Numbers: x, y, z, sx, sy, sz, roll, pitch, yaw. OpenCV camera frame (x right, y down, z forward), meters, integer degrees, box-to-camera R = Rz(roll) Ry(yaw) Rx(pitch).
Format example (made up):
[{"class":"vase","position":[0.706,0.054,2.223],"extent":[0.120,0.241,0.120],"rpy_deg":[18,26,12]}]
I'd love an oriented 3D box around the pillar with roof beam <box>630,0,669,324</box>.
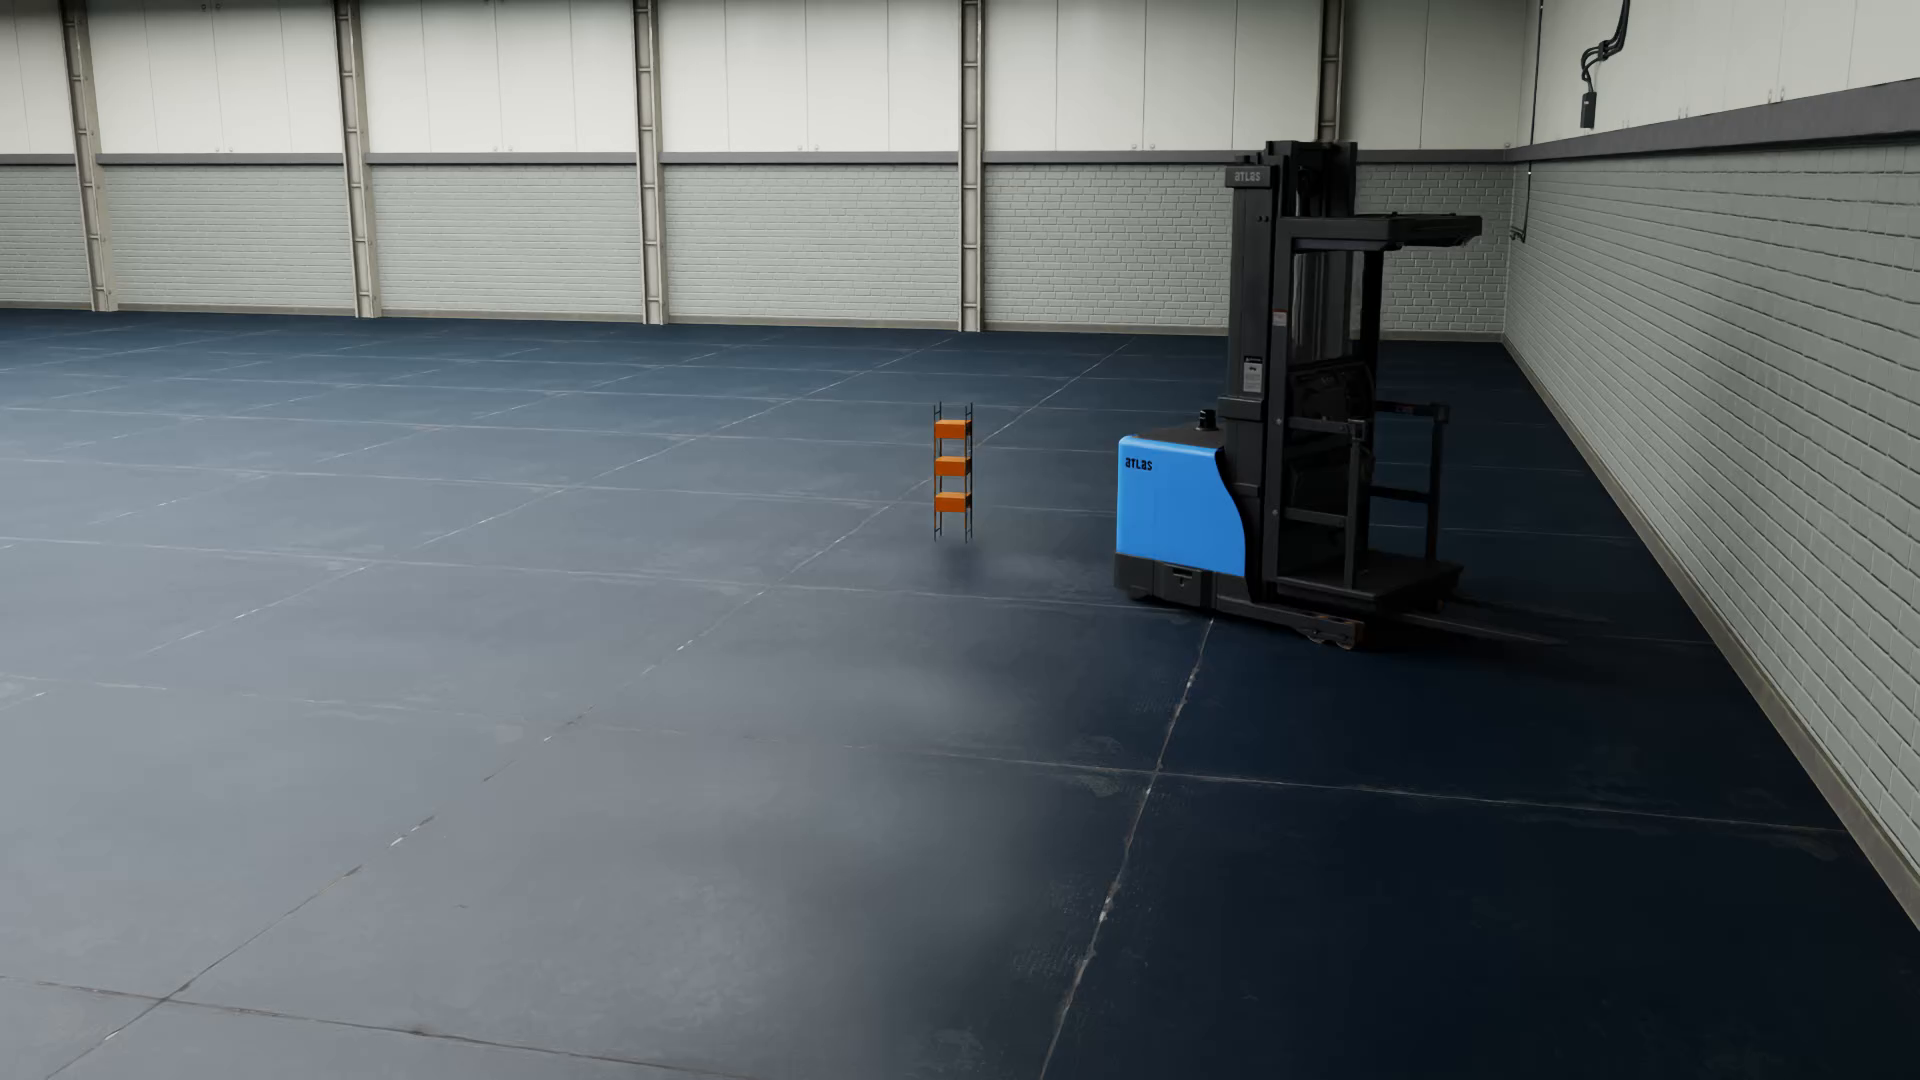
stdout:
[{"class":"pillar with roof beam","position":[-6.658,-7.501,25.767],"extent":[0.400,9.000,9.100],"rpy_deg":[3,13,14]}]

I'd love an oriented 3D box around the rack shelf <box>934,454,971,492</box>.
[{"class":"rack shelf","position":[-0.052,-0.505,12.635],"extent":[0.240,0.259,0.215],"rpy_deg":[3,13,14]}]

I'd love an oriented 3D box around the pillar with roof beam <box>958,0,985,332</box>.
[{"class":"pillar with roof beam","position":[-0.833,-7.190,24.363],"extent":[0.400,9.000,9.100],"rpy_deg":[3,13,14]}]

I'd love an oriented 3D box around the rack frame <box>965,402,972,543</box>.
[{"class":"rack frame","position":[0.067,-0.509,12.604],"extent":[0.008,1.050,0.200],"rpy_deg":[3,13,14]}]

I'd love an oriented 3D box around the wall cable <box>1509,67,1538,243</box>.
[{"class":"wall cable","position":[8.567,-5.837,25.434],"extent":[0.112,2.526,3.097],"rpy_deg":[3,13,14]}]

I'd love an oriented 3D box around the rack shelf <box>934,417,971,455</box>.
[{"class":"rack shelf","position":[-0.052,-0.782,12.573],"extent":[0.240,0.259,0.215],"rpy_deg":[3,13,14]}]

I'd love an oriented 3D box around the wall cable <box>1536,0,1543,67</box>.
[{"class":"wall cable","position":[7.919,-7.733,22.323],"extent":[0.112,2.526,3.097],"rpy_deg":[3,13,14]}]

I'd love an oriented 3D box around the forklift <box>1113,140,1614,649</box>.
[{"class":"forklift","position":[2.436,-0.913,10.082],"extent":[3.031,2.935,1.130],"rpy_deg":[11,17,42]}]

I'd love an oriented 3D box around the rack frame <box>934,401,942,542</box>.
[{"class":"rack frame","position":[-0.170,-0.522,12.661],"extent":[0.008,1.050,0.200],"rpy_deg":[3,13,14]}]

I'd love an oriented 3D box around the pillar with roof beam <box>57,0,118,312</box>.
[{"class":"pillar with roof beam","position":[-18.308,-8.124,28.574],"extent":[0.400,9.000,9.100],"rpy_deg":[3,13,14]}]

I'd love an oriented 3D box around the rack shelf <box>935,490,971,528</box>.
[{"class":"rack shelf","position":[-0.052,-0.234,12.695],"extent":[0.240,0.259,0.215],"rpy_deg":[3,13,14]}]

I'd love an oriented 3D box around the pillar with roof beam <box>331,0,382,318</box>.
[{"class":"pillar with roof beam","position":[-12.483,-7.812,27.170],"extent":[0.400,9.000,9.100],"rpy_deg":[3,13,14]}]

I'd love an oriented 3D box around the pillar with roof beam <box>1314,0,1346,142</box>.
[{"class":"pillar with roof beam","position":[4.993,-6.878,22.960],"extent":[0.400,9.000,9.100],"rpy_deg":[3,13,14]}]

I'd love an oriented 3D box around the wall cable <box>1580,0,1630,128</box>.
[{"class":"wall cable","position":[6.277,-7.017,15.735],"extent":[0.169,6.003,2.305],"rpy_deg":[3,13,14]}]

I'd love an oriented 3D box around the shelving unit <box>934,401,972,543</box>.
[{"class":"shelving unit","position":[-0.052,-0.515,12.633],"extent":[0.252,1.050,0.215],"rpy_deg":[3,13,14]}]
